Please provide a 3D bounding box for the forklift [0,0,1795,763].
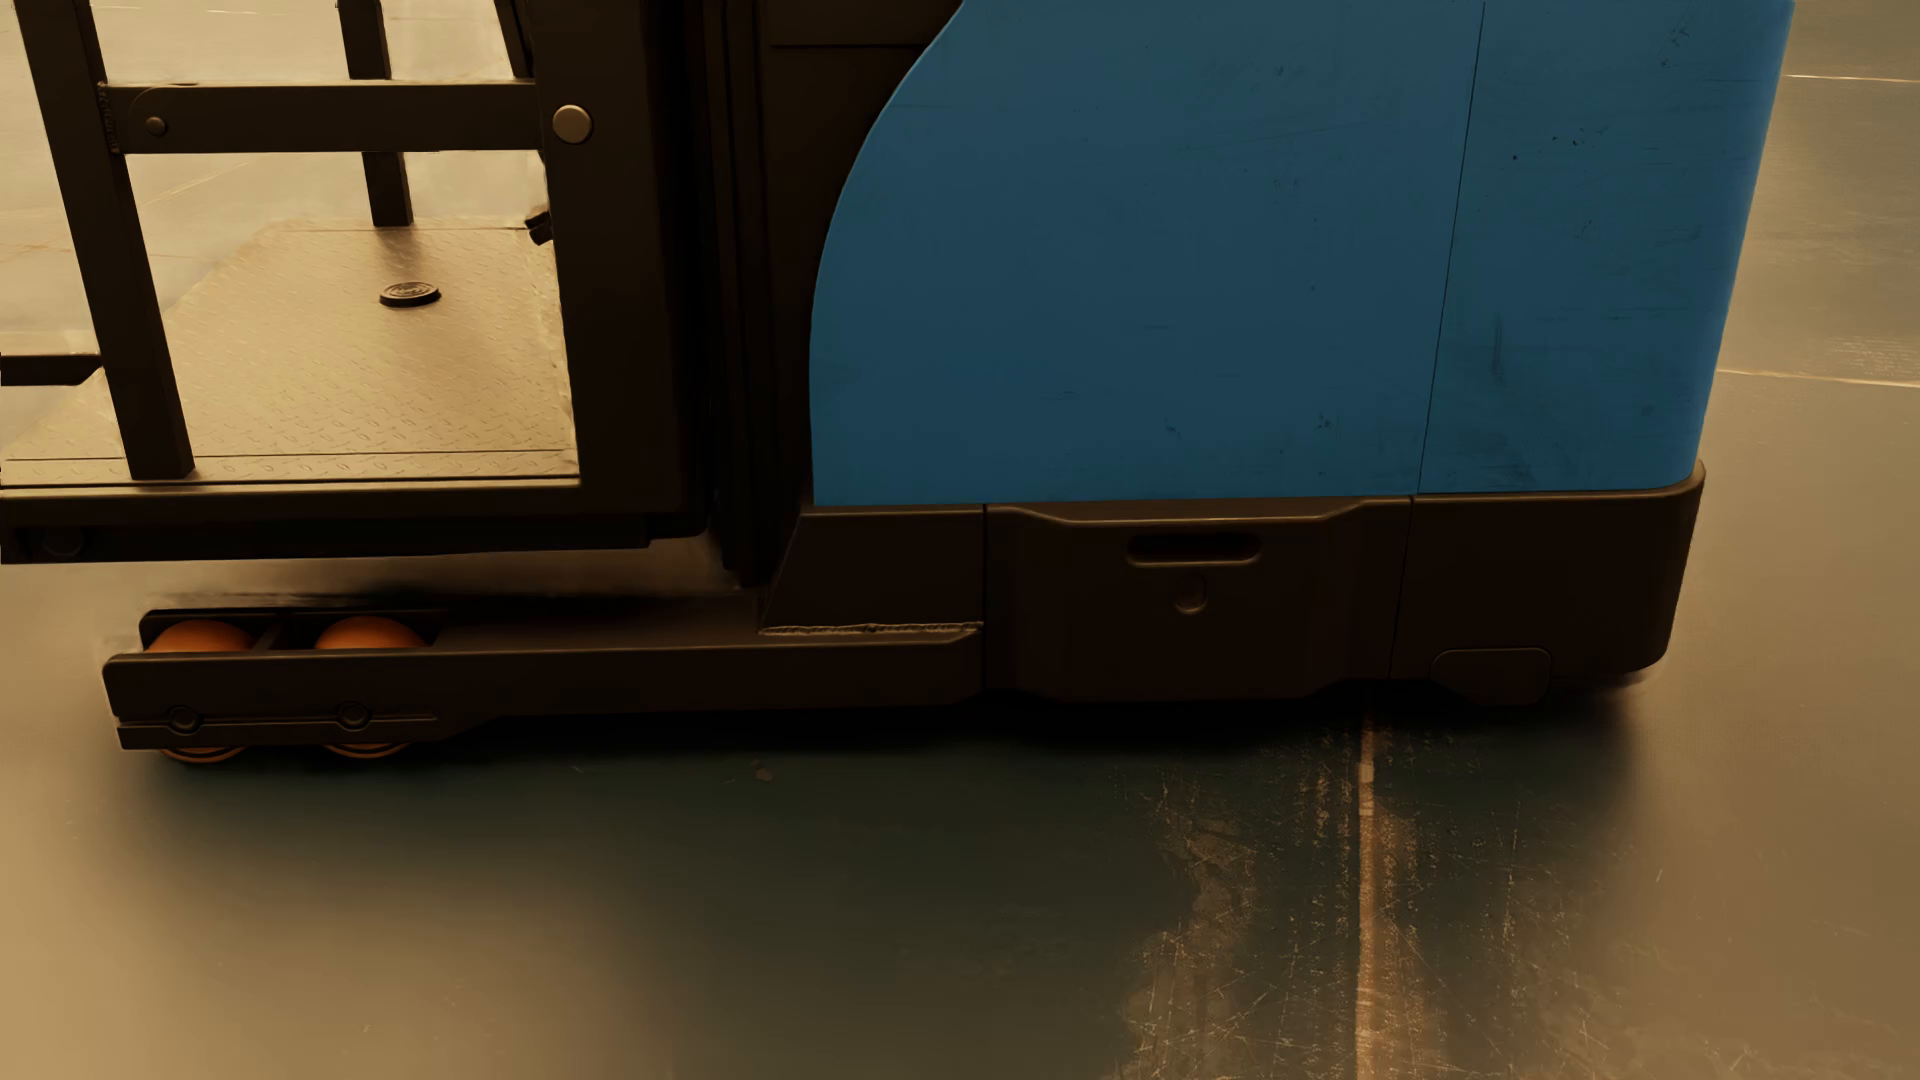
[{"bbox_3d":[-0.641,-1.288,1.799,3.031,2.935,1.130,-1,27,-2],"label":"forklift"}]
